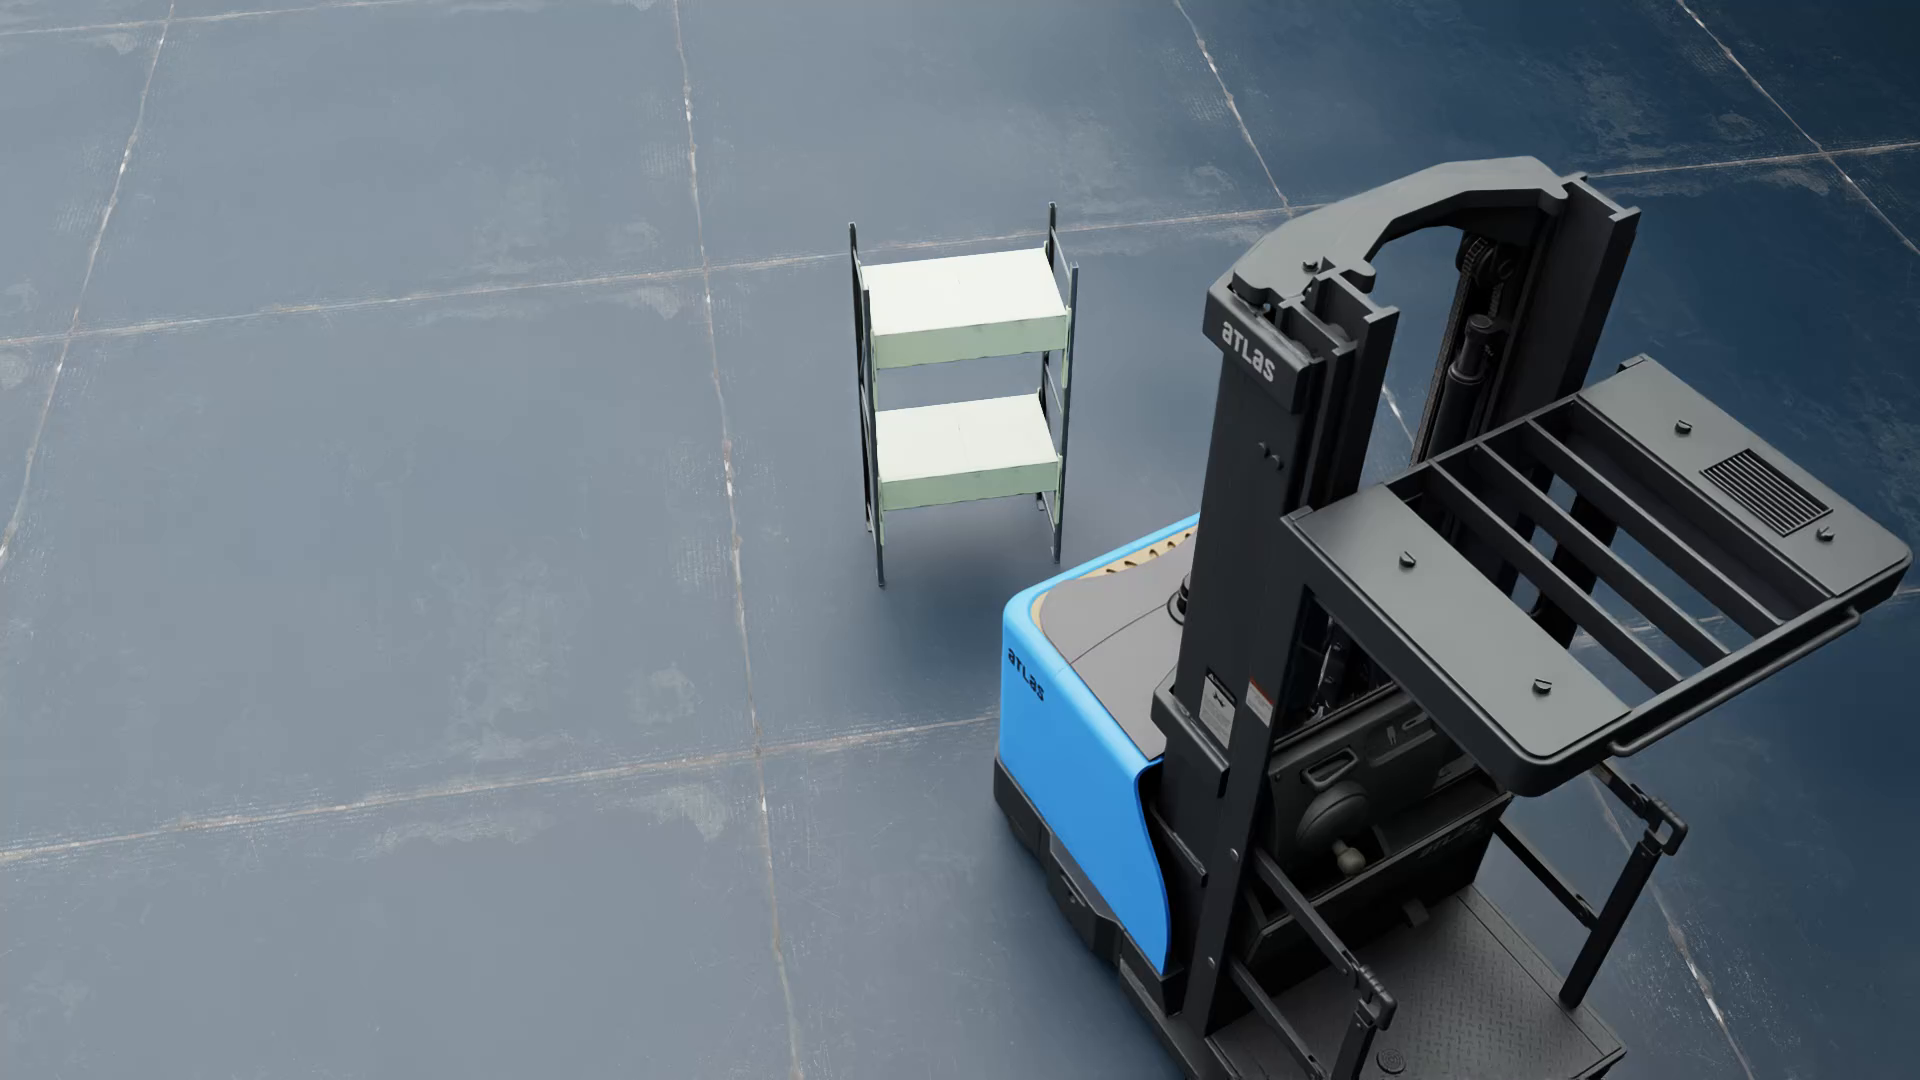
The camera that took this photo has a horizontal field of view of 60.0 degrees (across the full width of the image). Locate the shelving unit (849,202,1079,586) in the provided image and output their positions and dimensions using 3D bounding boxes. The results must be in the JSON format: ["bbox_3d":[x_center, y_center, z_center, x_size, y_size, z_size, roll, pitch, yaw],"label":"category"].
[{"bbox_3d":[0.007,-0.521,6.404,0.755,1.500,0.431,-7,46,-7],"label":"shelving unit"}]

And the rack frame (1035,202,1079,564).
[{"bbox_3d":[0.367,-0.566,6.447,0.023,1.500,0.400,-7,46,-7],"label":"rack frame"}]

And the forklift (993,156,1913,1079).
[{"bbox_3d":[1.301,0.657,4.275,1.130,2.935,3.031,-23,50,-21],"label":"forklift"}]

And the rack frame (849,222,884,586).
[{"bbox_3d":[-0.354,-0.476,6.361,0.023,1.500,0.400,-7,46,-7],"label":"rack frame"}]

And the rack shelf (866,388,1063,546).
[{"bbox_3d":[0.007,-0.295,6.639,0.720,0.370,0.431,-7,46,-7],"label":"rack shelf"}]

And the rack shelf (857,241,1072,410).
[{"bbox_3d":[0.007,-0.792,6.123,0.720,0.370,0.431,-7,46,-7],"label":"rack shelf"}]
